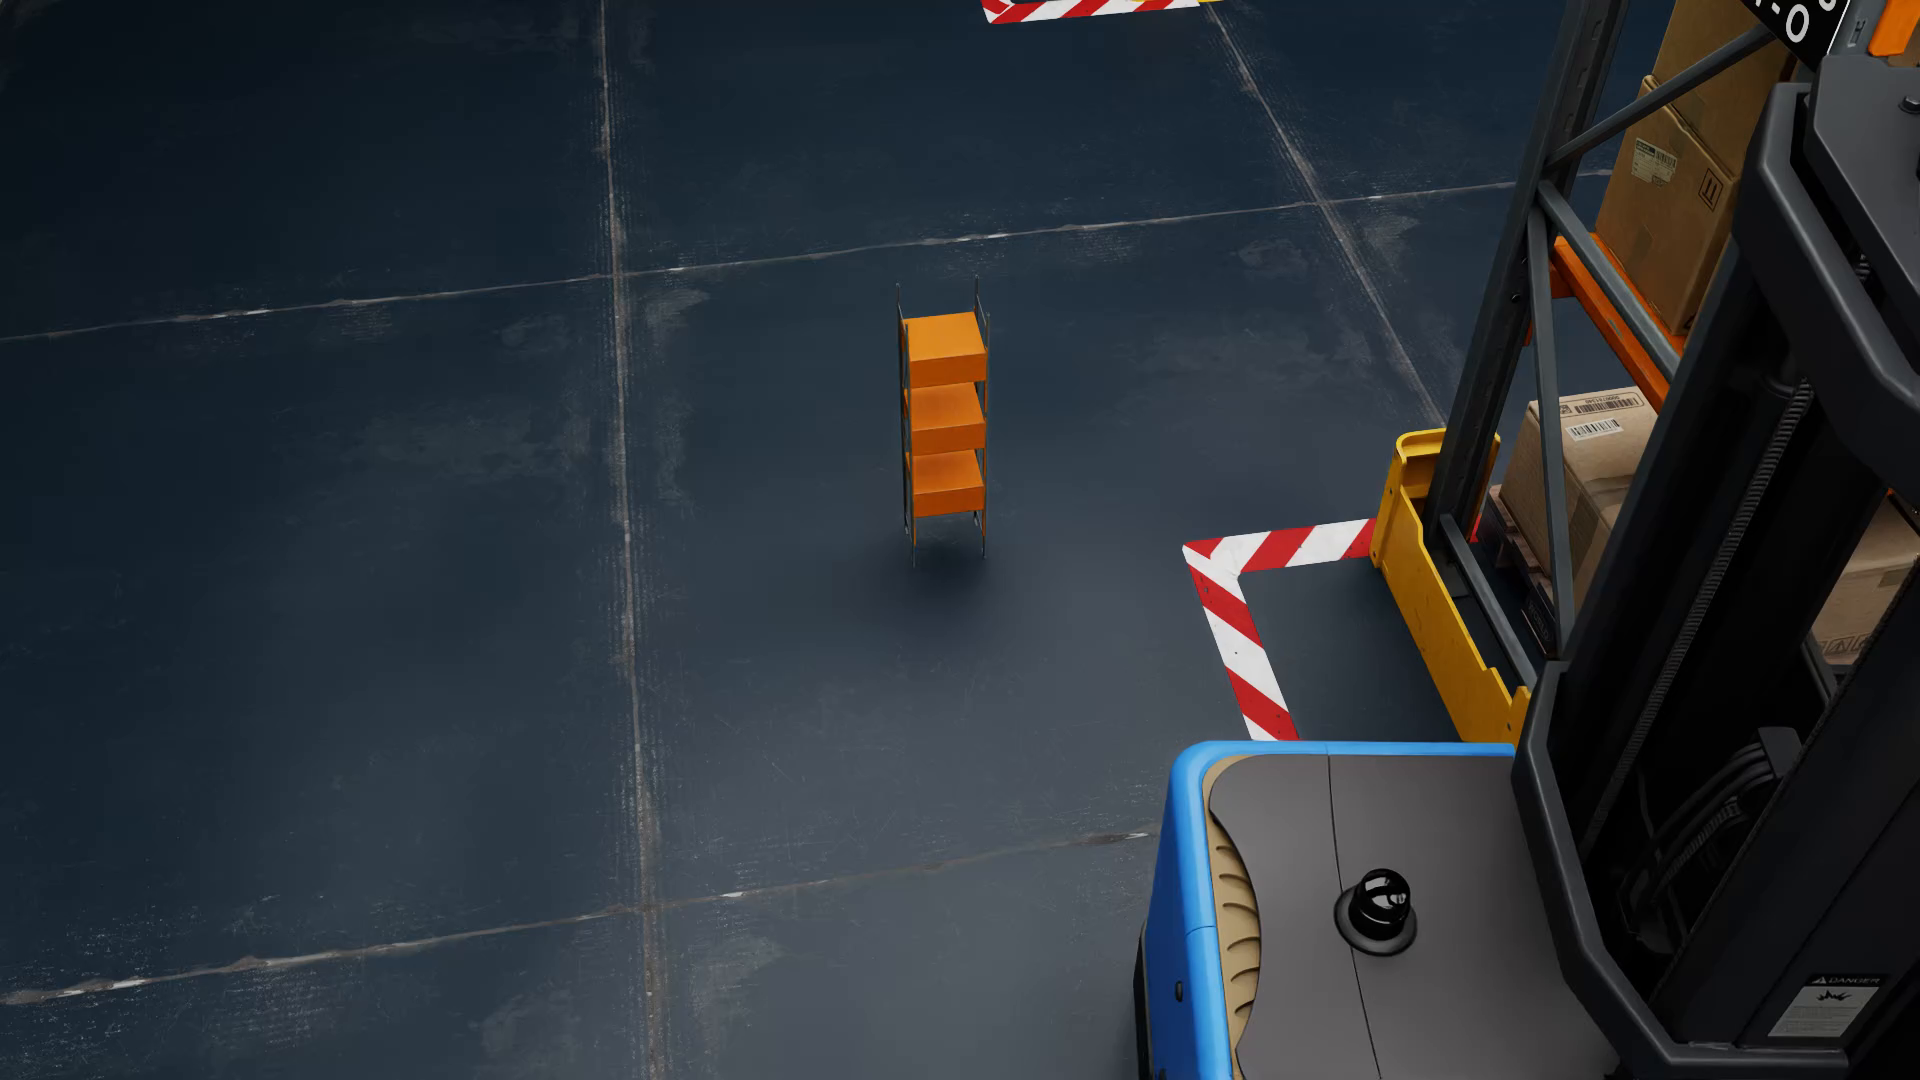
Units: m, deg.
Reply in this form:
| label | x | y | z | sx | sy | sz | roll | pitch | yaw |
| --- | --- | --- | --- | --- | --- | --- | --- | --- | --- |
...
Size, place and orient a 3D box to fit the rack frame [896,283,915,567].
| label | x | y | z | sx | sy | sz | roll | pitch | yaw |
| --- | --- | --- | --- | --- | --- | --- | --- | --- | --- |
| rack frame | -0.173 | -0.343 | 5.351 | 0.008 | 1.050 | 0.200 | -7 | 46 | -7 |

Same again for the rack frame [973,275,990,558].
| label | x | y | z | sx | sy | sz | roll | pitch | yaw |
| --- | --- | --- | --- | --- | --- | --- | --- | --- | --- |
| rack frame | 0.067 | -0.373 | 5.380 | 0.008 | 1.050 | 0.200 | -7 | 46 | -7 |

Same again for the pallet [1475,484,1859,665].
| label | x | y | z | sx | sy | sz | roll | pitch | yaw |
| --- | --- | --- | --- | --- | --- | --- | --- | --- | --- |
| pallet | 2.461 | 0.171 | 5.439 | 1.213 | 0.211 | 1.003 | -7 | 46 | -7 |

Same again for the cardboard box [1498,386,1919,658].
| label | x | y | z | sx | sy | sz | roll | pitch | yaw |
| --- | --- | --- | --- | --- | --- | --- | --- | --- | --- |
| cardboard box | 2.319 | -0.052 | 5.204 | 0.875 | 0.438 | 0.875 | -9 | 47 | -8 |

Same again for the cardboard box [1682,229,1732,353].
| label | x | y | z | sx | sy | sz | roll | pitch | yaw |
| --- | --- | --- | --- | --- | --- | --- | --- | --- | --- |
| cardboard box | 2.208 | -0.533 | 4.111 | 0.500 | 0.500 | 0.500 | -7 | 47 | -7 |

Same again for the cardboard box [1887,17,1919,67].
| label | x | y | z | sx | sy | sz | roll | pitch | yaw |
| --- | --- | --- | --- | --- | --- | --- | --- | --- | --- |
| cardboard box | 2.083 | -1.097 | 3.509 | 0.250 | 0.149 | 0.380 | -6 | 46 | -6 |

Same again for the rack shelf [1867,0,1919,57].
| label | x | y | z | sx | sy | sz | roll | pitch | yaw |
| --- | --- | --- | --- | --- | --- | --- | --- | --- | --- |
| rack shelf | 3.657 | -1.680 | 3.702 | 4.000 | 0.370 | 1.077 | -7 | 46 | -7 |

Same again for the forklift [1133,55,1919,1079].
| label | x | y | z | sx | sy | sz | roll | pitch | yaw |
| --- | --- | --- | --- | --- | --- | --- | --- | --- | --- |
| forklift | 1.979 | 0.549 | 3.186 | 3.031 | 2.935 | 1.130 | 0 | 46 | 0 |

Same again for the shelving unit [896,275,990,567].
| label | x | y | z | sx | sy | sz | roll | pitch | yaw |
| --- | --- | --- | --- | --- | --- | --- | --- | --- | --- |
| shelving unit | -0.053 | -0.358 | 5.366 | 0.252 | 1.050 | 0.215 | -7 | 46 | -7 |

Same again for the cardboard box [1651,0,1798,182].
| label | x | y | z | sx | sy | sz | roll | pitch | yaw |
| --- | --- | --- | --- | --- | --- | --- | --- | --- | --- |
| cardboard box | 2.120 | -1.253 | 4.110 | 0.500 | 0.500 | 0.500 | -6 | 46 | -5 |

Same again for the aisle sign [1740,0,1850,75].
| label | x | y | z | sx | sy | sz | roll | pitch | yaw |
| --- | --- | --- | --- | --- | --- | --- | --- | --- | --- |
| aisle sign | 1.665 | -1.330 | 3.143 | 0.004 | 0.787 | 0.394 | -7 | 46 | -7 |

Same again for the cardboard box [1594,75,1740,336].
| label | x | y | z | sx | sy | sz | roll | pitch | yaw |
| --- | --- | --- | --- | --- | --- | --- | --- | --- | --- |
| cardboard box | 2.116 | -0.925 | 4.488 | 0.500 | 0.500 | 0.500 | -7 | 46 | -7 |

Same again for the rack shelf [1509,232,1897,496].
| label | x | y | z | sx | sy | sz | roll | pitch | yaw |
| --- | --- | --- | --- | --- | --- | --- | --- | --- | --- |
| rack shelf | 3.657 | -0.639 | 4.782 | 4.000 | 0.370 | 1.077 | -7 | 46 | -7 |

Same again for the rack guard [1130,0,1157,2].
| label | x | y | z | sx | sy | sz | roll | pitch | yaw |
| --- | --- | --- | --- | --- | --- | --- | --- | --- | --- |
| rack guard | 0.911 | -3.307 | 8.589 | 0.348 | 0.500 | 1.175 | -7 | 46 | -7 |

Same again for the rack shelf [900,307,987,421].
| label | x | y | z | sx | sy | sz | roll | pitch | yaw |
| --- | --- | --- | --- | --- | --- | --- | --- | --- | --- |
| rack shelf | -0.053 | -0.547 | 5.169 | 0.240 | 0.259 | 0.215 | -7 | 46 | -7 |

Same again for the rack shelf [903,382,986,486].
| label | x | y | z | sx | sy | sz | roll | pitch | yaw |
| --- | --- | --- | --- | --- | --- | --- | --- | --- | --- |
| rack shelf | -0.053 | -0.350 | 5.373 | 0.240 | 0.259 | 0.215 | -7 | 46 | -7 |

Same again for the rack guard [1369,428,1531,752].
| label | x | y | z | sx | sy | sz | roll | pitch | yaw |
| --- | --- | --- | --- | --- | --- | --- | --- | --- | --- |
| rack guard | 1.662 | 0.227 | 5.184 | 0.348 | 0.500 | 1.175 | -7 | 46 | -7 |

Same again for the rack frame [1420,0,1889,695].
| label | x | y | z | sx | sy | sz | roll | pitch | yaw |
| --- | --- | --- | --- | --- | --- | --- | --- | --- | --- |
| rack frame | 1.686 | -0.643 | 4.286 | 0.127 | 3.000 | 1.000 | -7 | 46 | -7 |

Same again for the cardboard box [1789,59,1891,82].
| label | x | y | z | sx | sy | sz | roll | pitch | yaw |
| --- | --- | --- | --- | --- | --- | --- | --- | --- | --- |
| cardboard box | 2.208 | -0.881 | 3.752 | 0.500 | 0.500 | 0.500 | -8 | 47 | -8 |

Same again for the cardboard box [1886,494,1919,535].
| label | x | y | z | sx | sy | sz | roll | pitch | yaw |
| --- | --- | --- | --- | --- | --- | --- | --- | --- | --- |
| cardboard box | 3.220 | -0.170 | 5.318 | 0.875 | 0.438 | 0.875 | -6 | 46 | -6 |

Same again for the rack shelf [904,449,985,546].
| label | x | y | z | sx | sy | sz | roll | pitch | yaw |
| --- | --- | --- | --- | --- | --- | --- | --- | --- | --- |
| rack shelf | -0.053 | -0.158 | 5.573 | 0.240 | 0.259 | 0.215 | -7 | 46 | -7 |
